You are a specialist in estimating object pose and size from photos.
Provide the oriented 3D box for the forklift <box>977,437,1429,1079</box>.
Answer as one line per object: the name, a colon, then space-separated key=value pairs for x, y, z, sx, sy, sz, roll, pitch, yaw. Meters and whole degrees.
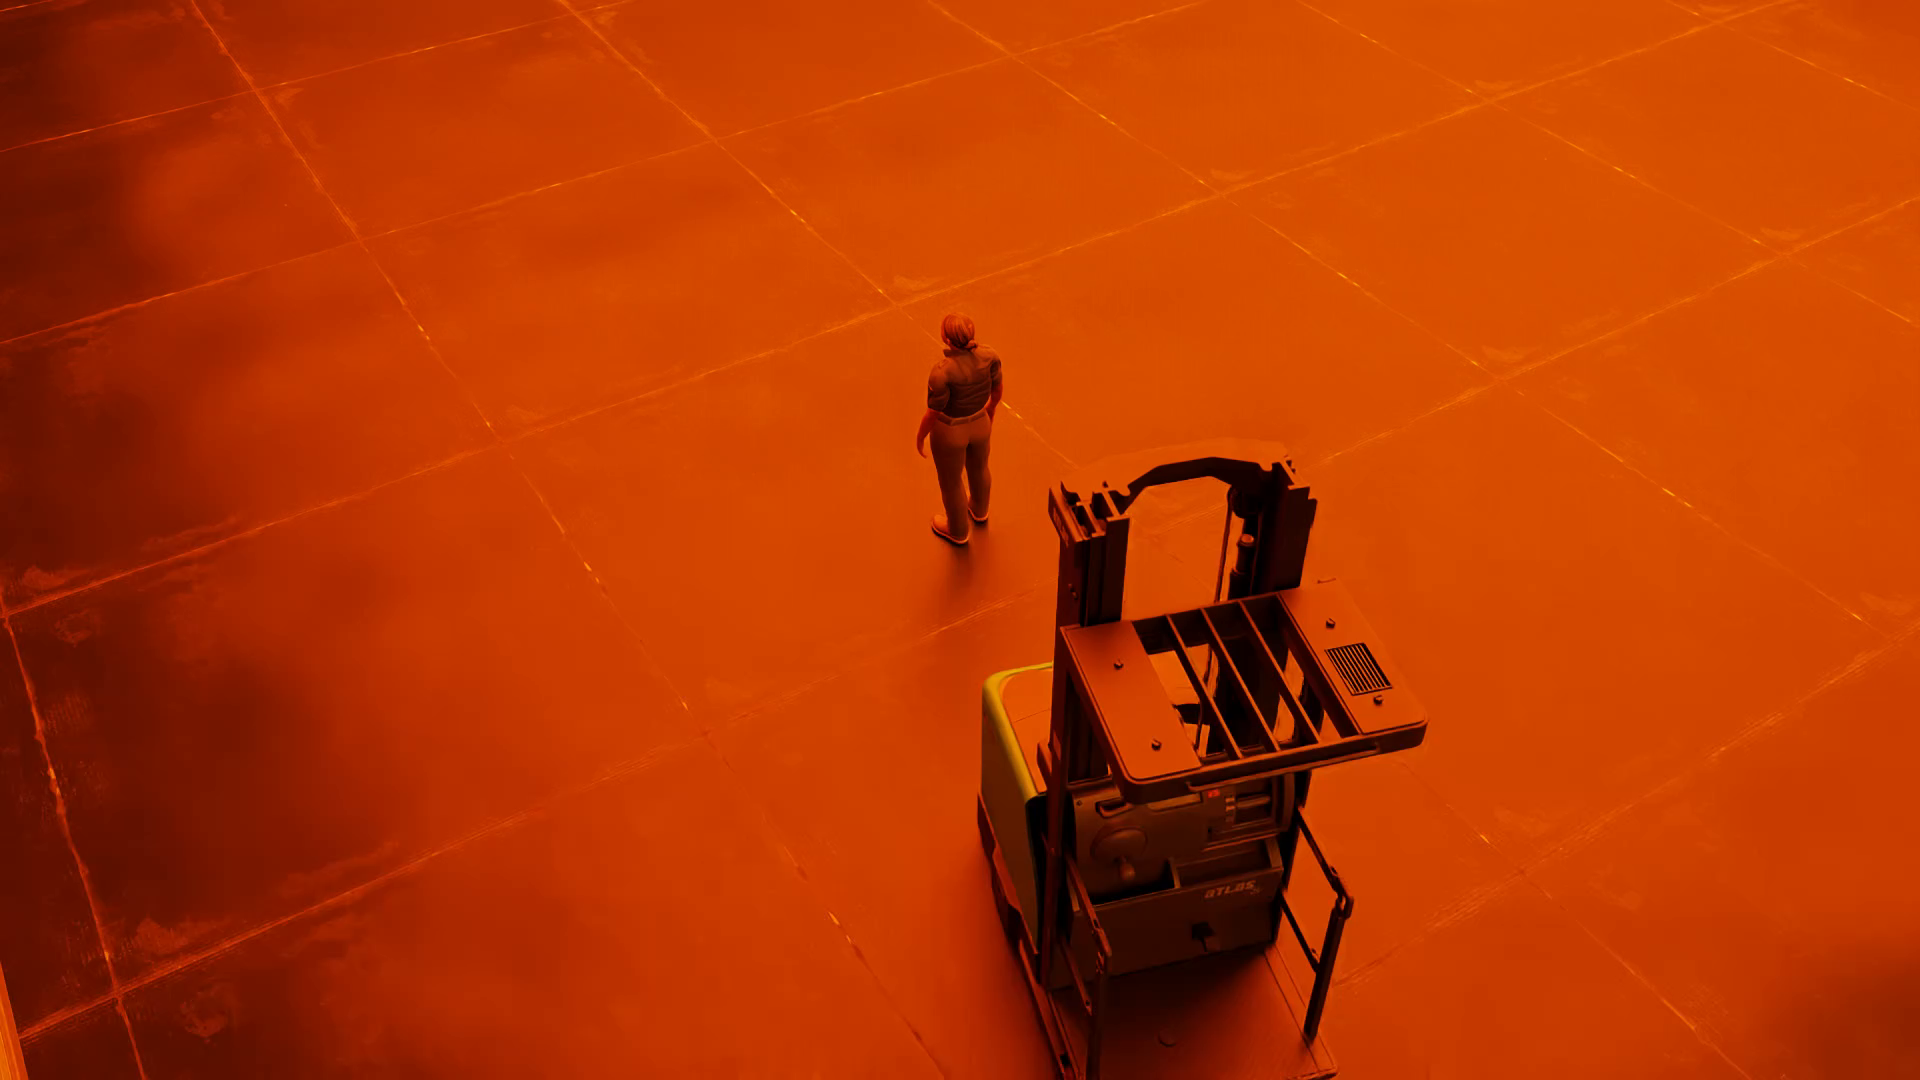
forklift: x=0.957 y=1.189 z=6.511 sx=1.130 sy=2.935 sz=3.031 roll=-10 pitch=42 yaw=-11

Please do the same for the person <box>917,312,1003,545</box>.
person: x=-0.030 y=-0.684 z=9.613 sx=0.569 sy=1.654 sz=0.504 roll=-23 pitch=46 yaw=-24
